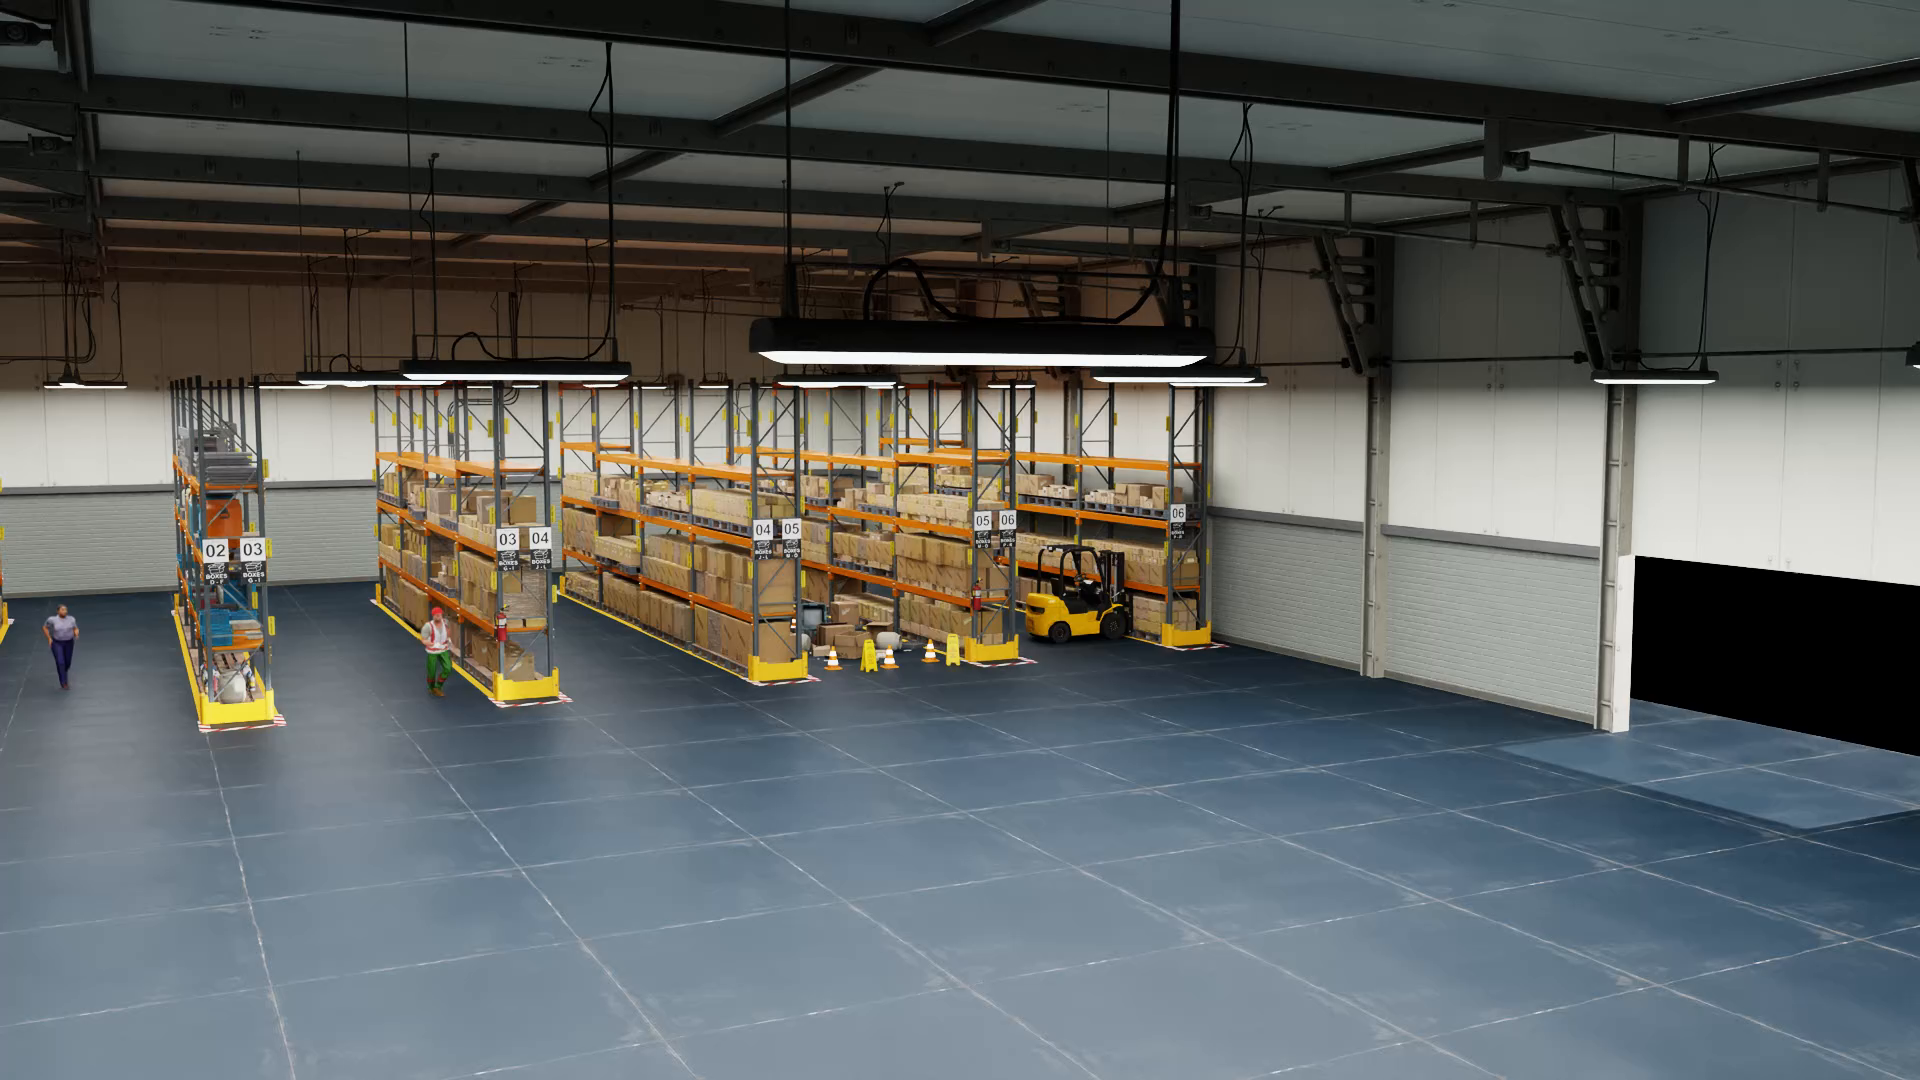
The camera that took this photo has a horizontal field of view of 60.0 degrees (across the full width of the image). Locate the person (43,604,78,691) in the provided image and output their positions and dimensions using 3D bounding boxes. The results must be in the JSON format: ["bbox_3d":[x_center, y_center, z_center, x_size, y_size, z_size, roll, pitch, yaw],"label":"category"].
[{"bbox_3d":[-17.410,2.049,32.235,0.582,1.646,0.894,-5,7,-44],"label":"person"}]

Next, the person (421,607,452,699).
[{"bbox_3d":[-9.805,2.095,31.145,0.641,1.740,0.799,-3,6,-33],"label":"person"}]

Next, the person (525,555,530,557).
[{"bbox_3d":[-11.948,0.836,46.232,0.676,1.584,0.978,-3,6,-34],"label":"person"}]
